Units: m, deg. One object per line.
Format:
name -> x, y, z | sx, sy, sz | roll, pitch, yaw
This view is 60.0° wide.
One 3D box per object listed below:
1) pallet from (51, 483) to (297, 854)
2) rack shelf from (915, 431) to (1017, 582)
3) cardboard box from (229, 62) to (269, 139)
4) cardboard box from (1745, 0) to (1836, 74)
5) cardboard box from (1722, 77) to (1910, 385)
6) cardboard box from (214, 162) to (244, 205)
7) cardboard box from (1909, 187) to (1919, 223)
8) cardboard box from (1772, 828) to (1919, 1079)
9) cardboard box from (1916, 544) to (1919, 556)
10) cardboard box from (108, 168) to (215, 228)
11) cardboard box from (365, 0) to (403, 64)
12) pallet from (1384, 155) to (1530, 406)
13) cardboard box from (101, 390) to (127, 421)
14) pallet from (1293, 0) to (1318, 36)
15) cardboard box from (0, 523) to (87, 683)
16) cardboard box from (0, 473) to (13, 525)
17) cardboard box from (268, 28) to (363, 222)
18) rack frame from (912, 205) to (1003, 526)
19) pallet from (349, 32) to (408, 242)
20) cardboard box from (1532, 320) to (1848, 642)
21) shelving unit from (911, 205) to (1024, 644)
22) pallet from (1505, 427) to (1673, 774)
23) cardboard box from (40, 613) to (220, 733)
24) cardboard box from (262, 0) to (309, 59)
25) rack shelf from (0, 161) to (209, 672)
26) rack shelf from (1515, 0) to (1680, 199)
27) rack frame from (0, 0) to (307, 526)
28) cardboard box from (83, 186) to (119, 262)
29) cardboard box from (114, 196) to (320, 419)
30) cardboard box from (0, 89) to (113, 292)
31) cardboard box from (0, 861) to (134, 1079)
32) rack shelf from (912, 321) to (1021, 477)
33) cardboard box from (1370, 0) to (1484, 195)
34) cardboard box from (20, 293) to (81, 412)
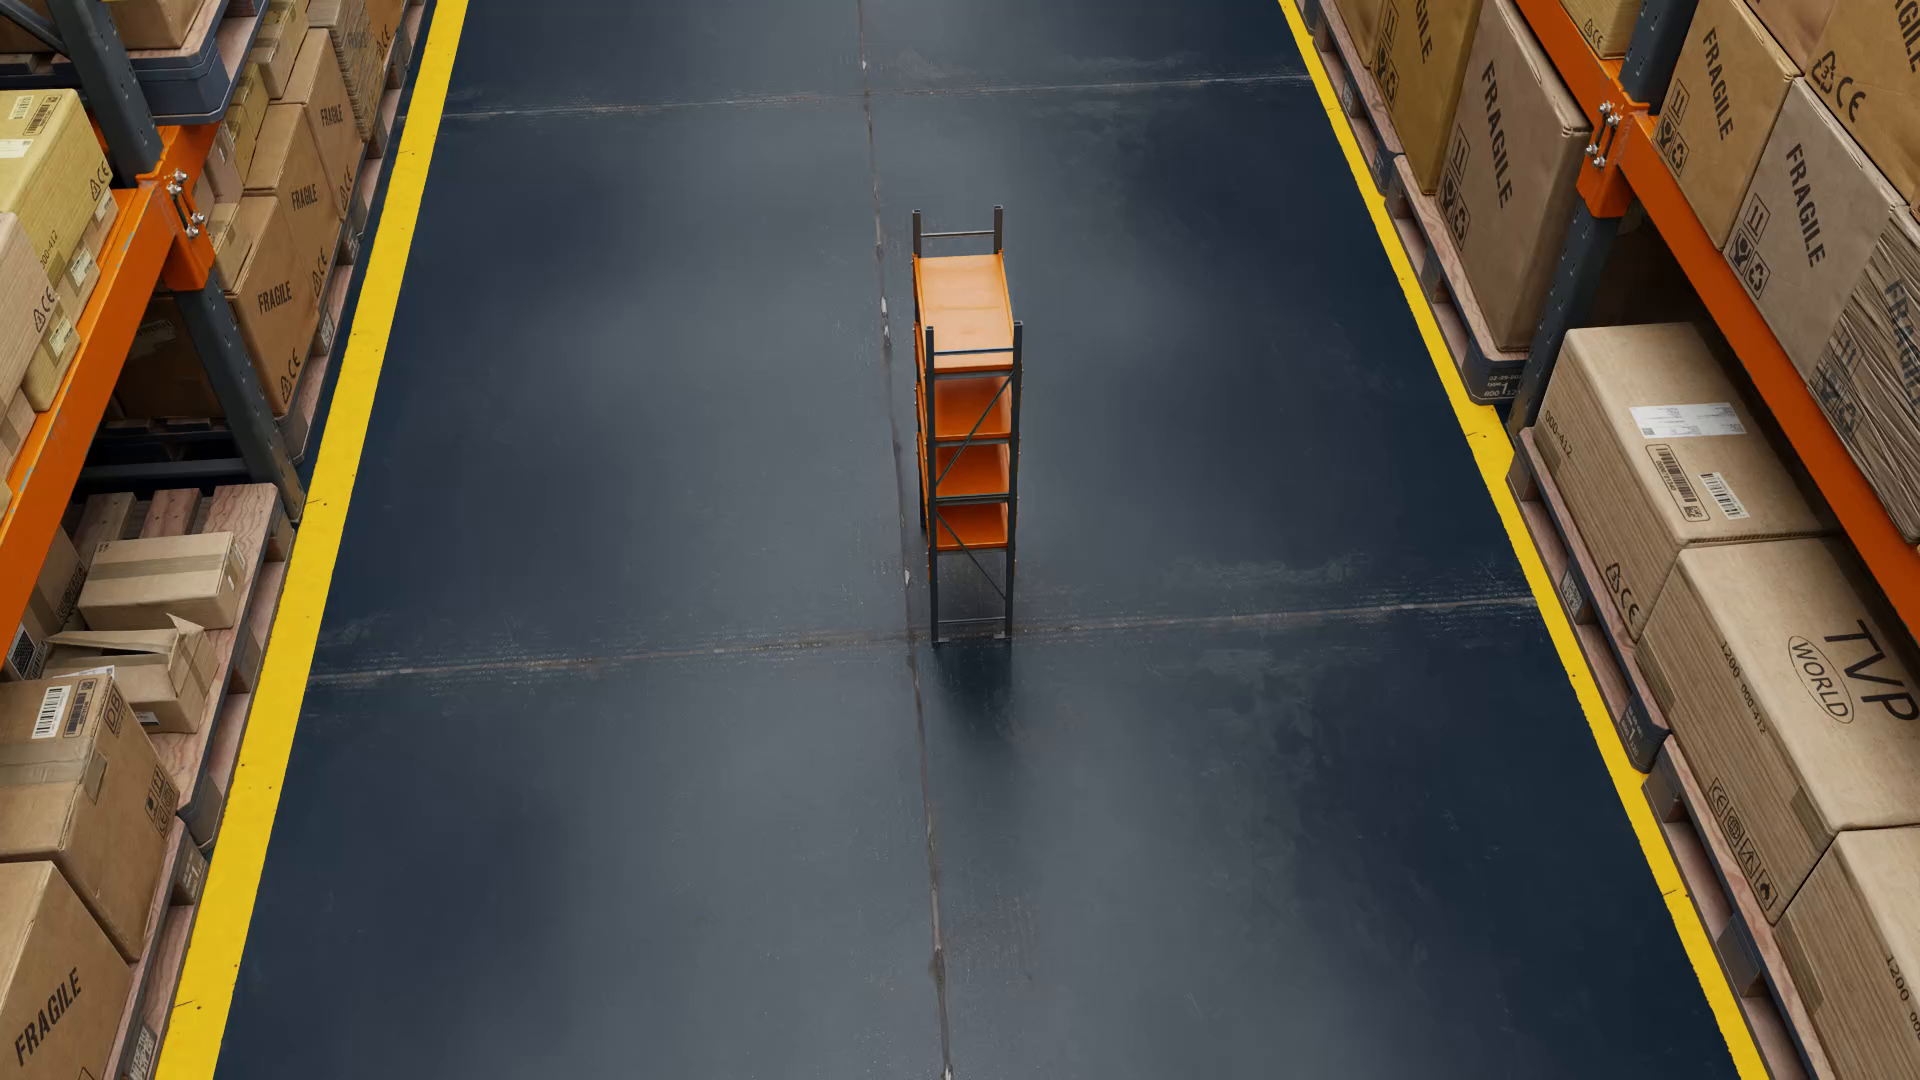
pallet -> -2.549, 0.362, 4.762 | 1.003, 0.211, 1.213 | -3, 47, -3
rack shelf -> 0.014, -0.110, 4.894 | 0.258, 0.148, 0.480 | -3, 47, -3
cardboard box -> -2.540, -1.456, 5.548 | 0.380, 0.149, 0.250 | -4, 47, -4
cardboard box -> 2.139, -1.417, 3.769 | 0.500, 0.500, 0.500 | -3, 47, -3
cardboard box -> 2.157, -0.713, 3.790 | 0.500, 0.500, 0.500 | -3, 47, -3
cardboard box -> -2.471, -1.073, 5.186 | 0.380, 0.149, 0.250 | -5, 47, -4
cardboard box -> 2.206, -0.680, 3.070 | 0.500, 0.500, 0.500 | -3, 47, -3
cardboard box -> 2.435, 1.099, 3.618 | 0.875, 0.438, 0.875 | -2, 47, -2
cardboard box -> 2.235, 0.020, 3.096 | 0.500, 0.500, 0.500 | -2, 47, -2
cardboard box -> -2.431, -0.976, 4.889 | 0.380, 0.149, 0.250 | -4, 47, -4
cardboard box -> -2.613, -2.239, 6.737 | 0.500, 0.500, 0.500 | -2, 47, -2
pallet -> 2.200, -0.993, 6.045 | 1.003, 0.211, 1.213 | -3, 47, -3
cardboard box -> -2.942, -0.716, 5.294 | 0.500, 0.500, 0.500 | -4, 47, -3
pallet -> 1.996, -2.758, 7.717 | 1.003, 0.211, 1.213 | -3, 47, -3
cardboard box -> -2.786, 0.179, 4.577 | 0.500, 0.311, 0.500 | -2, 47, -2
cardboard box -> -2.194, -0.044, 3.399 | 0.380, 0.149, 0.250 | -4, 47, -4
cardboard box -> -2.514, -1.488, 6.026 | 0.500, 0.500, 0.500 | -5, 47, -4
rack frame -> -0.007, -0.469, 4.868 | 0.240, 1.200, 0.015 | -3, 47, -3
pallet -> -2.817, -1.606, 6.626 | 1.003, 0.211, 1.213 | -3, 47, -3
cardboard box -> 2.286, -0.201, 4.850 | 0.875, 0.438, 0.875 | -4, 47, -4
shelving unit -> 0.014, -0.293, 4.701 | 0.258, 1.200, 0.503 | -3, 47, -3
pallet -> 2.326, 0.116, 4.995 | 1.003, 0.211, 1.213 | -3, 47, -3
cardboard box -> -2.237, 0.345, 4.451 | 0.396, 0.266, 0.258 | -2, 47, -2
cardboard box -> -2.542, -1.818, 5.892 | 0.380, 0.149, 0.250 | -2, 47, -2
rack shelf -> -2.438, 0.601, 3.111 | 1.077, 0.370, 4.000 | -3, 47, -3
rack shelf -> 2.173, -2.598, 6.140 | 1.077, 0.370, 4.000 | -3, 47, -3
rack frame -> -2.606, -1.094, 4.220 | 1.000, 3.000, 0.127 | -3, 47, -3
cardboard box -> -2.327, -0.792, 4.107 | 0.380, 0.149, 0.250 | -3, 47, -3
cardboard box -> -2.422, -0.742, 5.319 | 0.500, 0.500, 0.500 | -2, 47, -2
cardboard box -> -2.320, -0.791, 3.832 | 0.500, 0.250, 0.500 | -2, 47, -2
cardboard box -> -2.205, 1.058, 3.615 | 0.500, 0.500, 0.500 | -3, 47, -3
rack shelf -> 0.014, -0.400, 4.587 | 0.258, 0.148, 0.480 | -3, 47, -3
cardboard box -> 2.125, -1.909, 6.166 | 0.875, 0.875, 0.875 | -2, 47, -2
cardboard box -> -2.238, -0.418, 3.753 | 0.380, 0.149, 0.250 | -2, 47, -2
